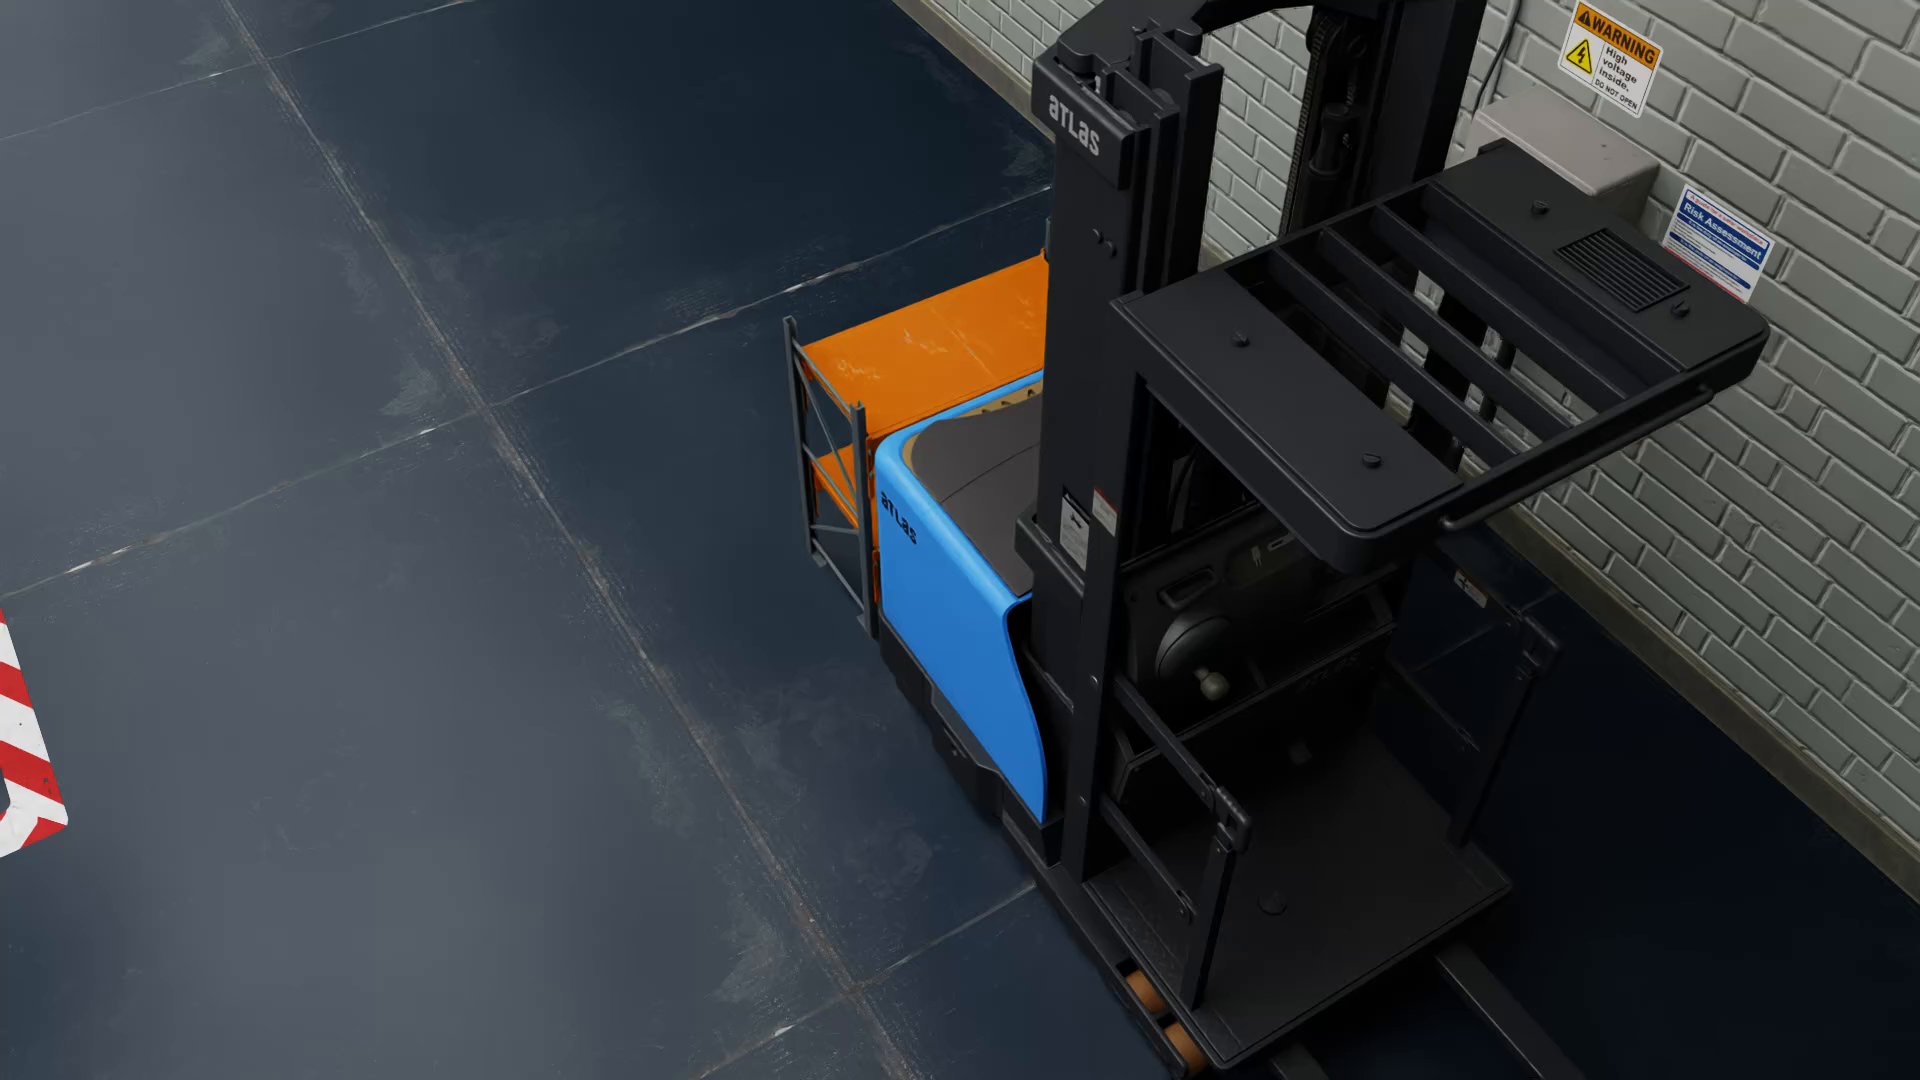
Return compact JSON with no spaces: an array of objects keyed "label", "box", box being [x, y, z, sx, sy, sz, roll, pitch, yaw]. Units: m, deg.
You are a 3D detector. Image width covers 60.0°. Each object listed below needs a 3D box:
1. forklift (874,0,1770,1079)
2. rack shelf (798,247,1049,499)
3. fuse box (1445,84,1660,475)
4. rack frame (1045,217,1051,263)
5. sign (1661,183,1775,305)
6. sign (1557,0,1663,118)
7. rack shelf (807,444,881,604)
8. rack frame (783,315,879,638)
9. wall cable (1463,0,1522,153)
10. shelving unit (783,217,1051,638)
[{"label":"forklift","box":[0.921,0.186,4.122,1.130,2.935,3.031,-25,53,-20]},{"label":"rack shelf","box":[0.003,-0.579,5.621,1.000,0.278,0.538,-24,53,-20]},{"label":"fuse box","box":[1.793,-0.620,5.657,0.414,1.711,0.539,-25,53,-21]},{"label":"rack frame","box":[0.439,-0.580,6.014,0.032,1.125,0.500,-24,53,-20]},{"label":"sign","box":[2.232,-0.788,5.007,0.001,0.494,0.329,-25,53,-21]},{"label":"sign","box":[1.939,-1.441,4.972,0.001,0.242,0.339,-25,53,-21]},{"label":"rack shelf","box":[0.003,-0.222,6.022,1.000,0.278,0.538,-24,53,-20]},{"label":"rack frame","box":[-0.433,-0.189,5.665,0.032,1.125,0.500,-24,53,-20]},{"label":"wall cable","box":[1.562,-1.881,5.236,0.122,1.984,0.588,-25,53,-21]},{"label":"shelving unit","box":[0.003,-0.385,5.839,1.048,1.125,0.538,-24,53,-20]}]
